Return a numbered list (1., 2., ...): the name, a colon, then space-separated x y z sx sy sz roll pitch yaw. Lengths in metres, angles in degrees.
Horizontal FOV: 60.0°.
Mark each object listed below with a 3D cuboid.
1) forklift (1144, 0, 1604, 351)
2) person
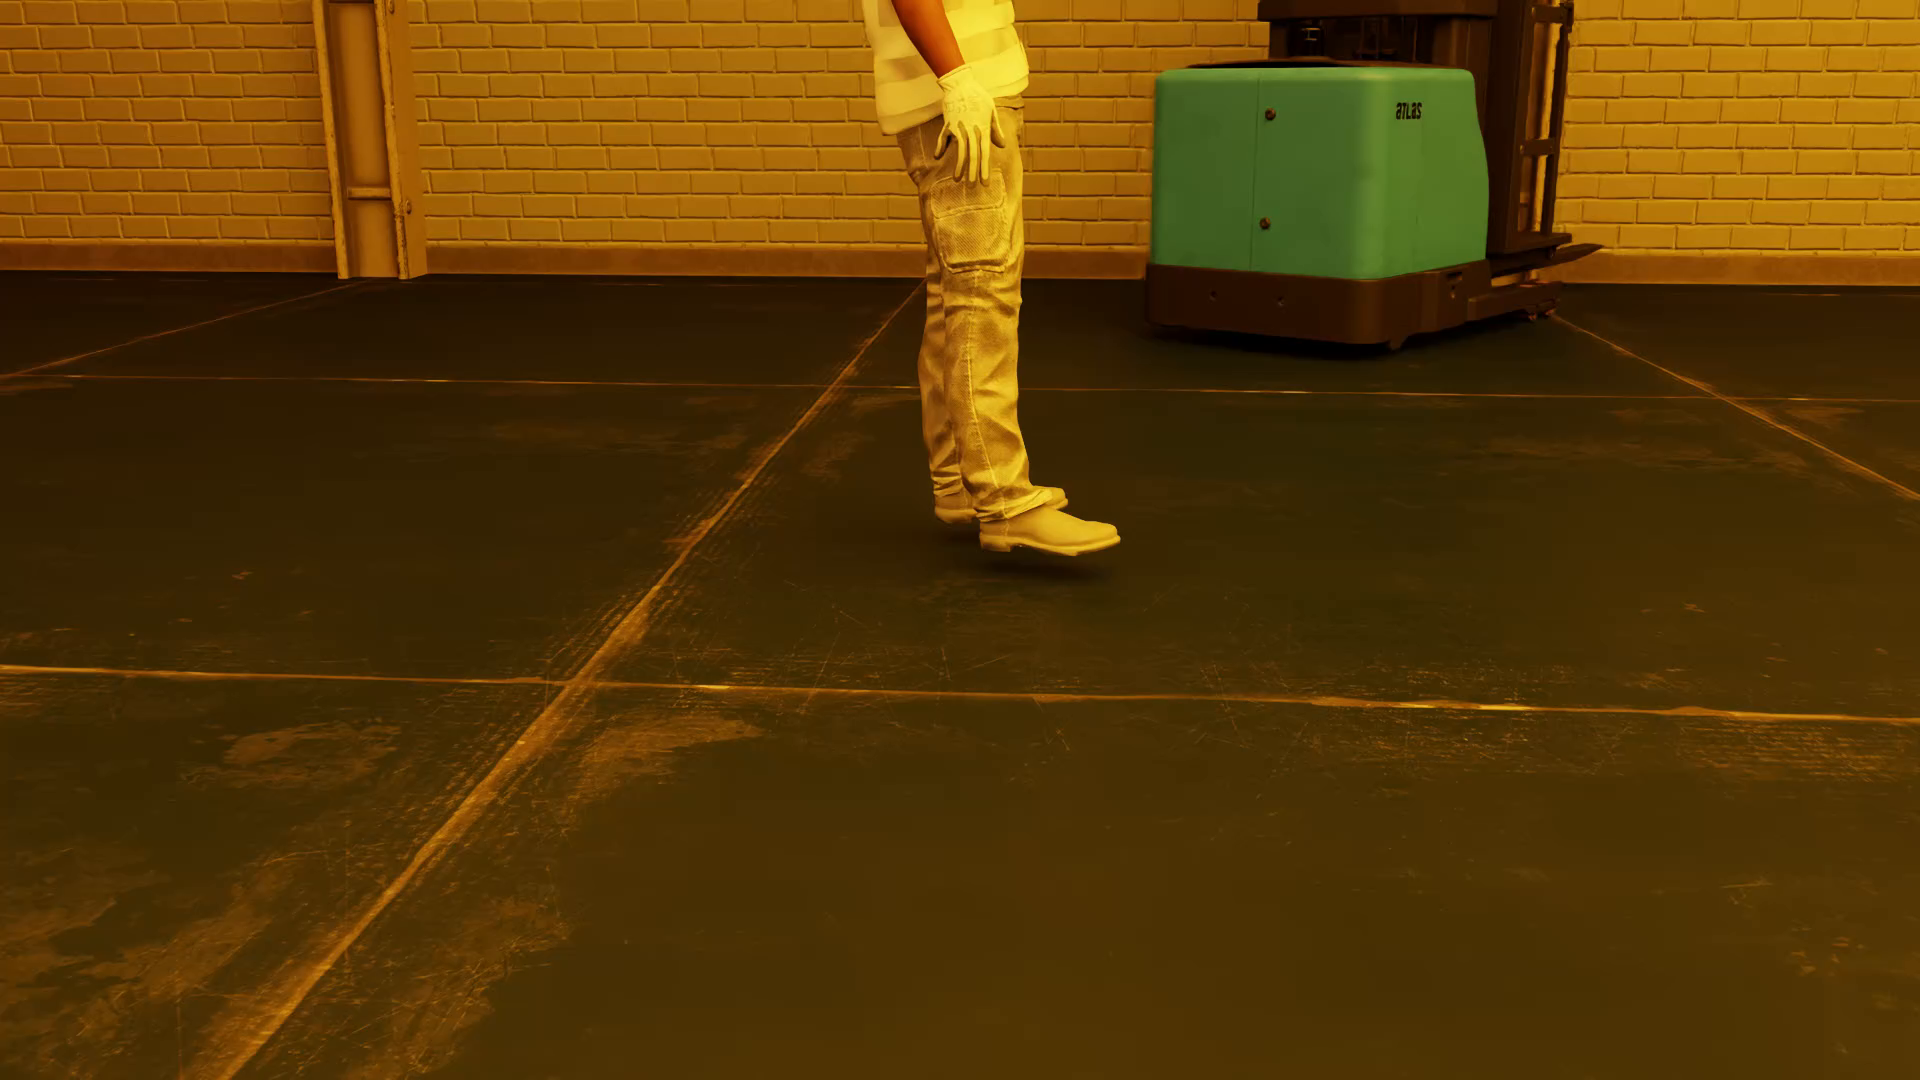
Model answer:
1. forklift: 2.081 -2.461 7.282 1.130 2.935 3.031 12 19 38
2. person: 0.071 -0.903 3.554 0.577 1.781 0.656 1 15 4
